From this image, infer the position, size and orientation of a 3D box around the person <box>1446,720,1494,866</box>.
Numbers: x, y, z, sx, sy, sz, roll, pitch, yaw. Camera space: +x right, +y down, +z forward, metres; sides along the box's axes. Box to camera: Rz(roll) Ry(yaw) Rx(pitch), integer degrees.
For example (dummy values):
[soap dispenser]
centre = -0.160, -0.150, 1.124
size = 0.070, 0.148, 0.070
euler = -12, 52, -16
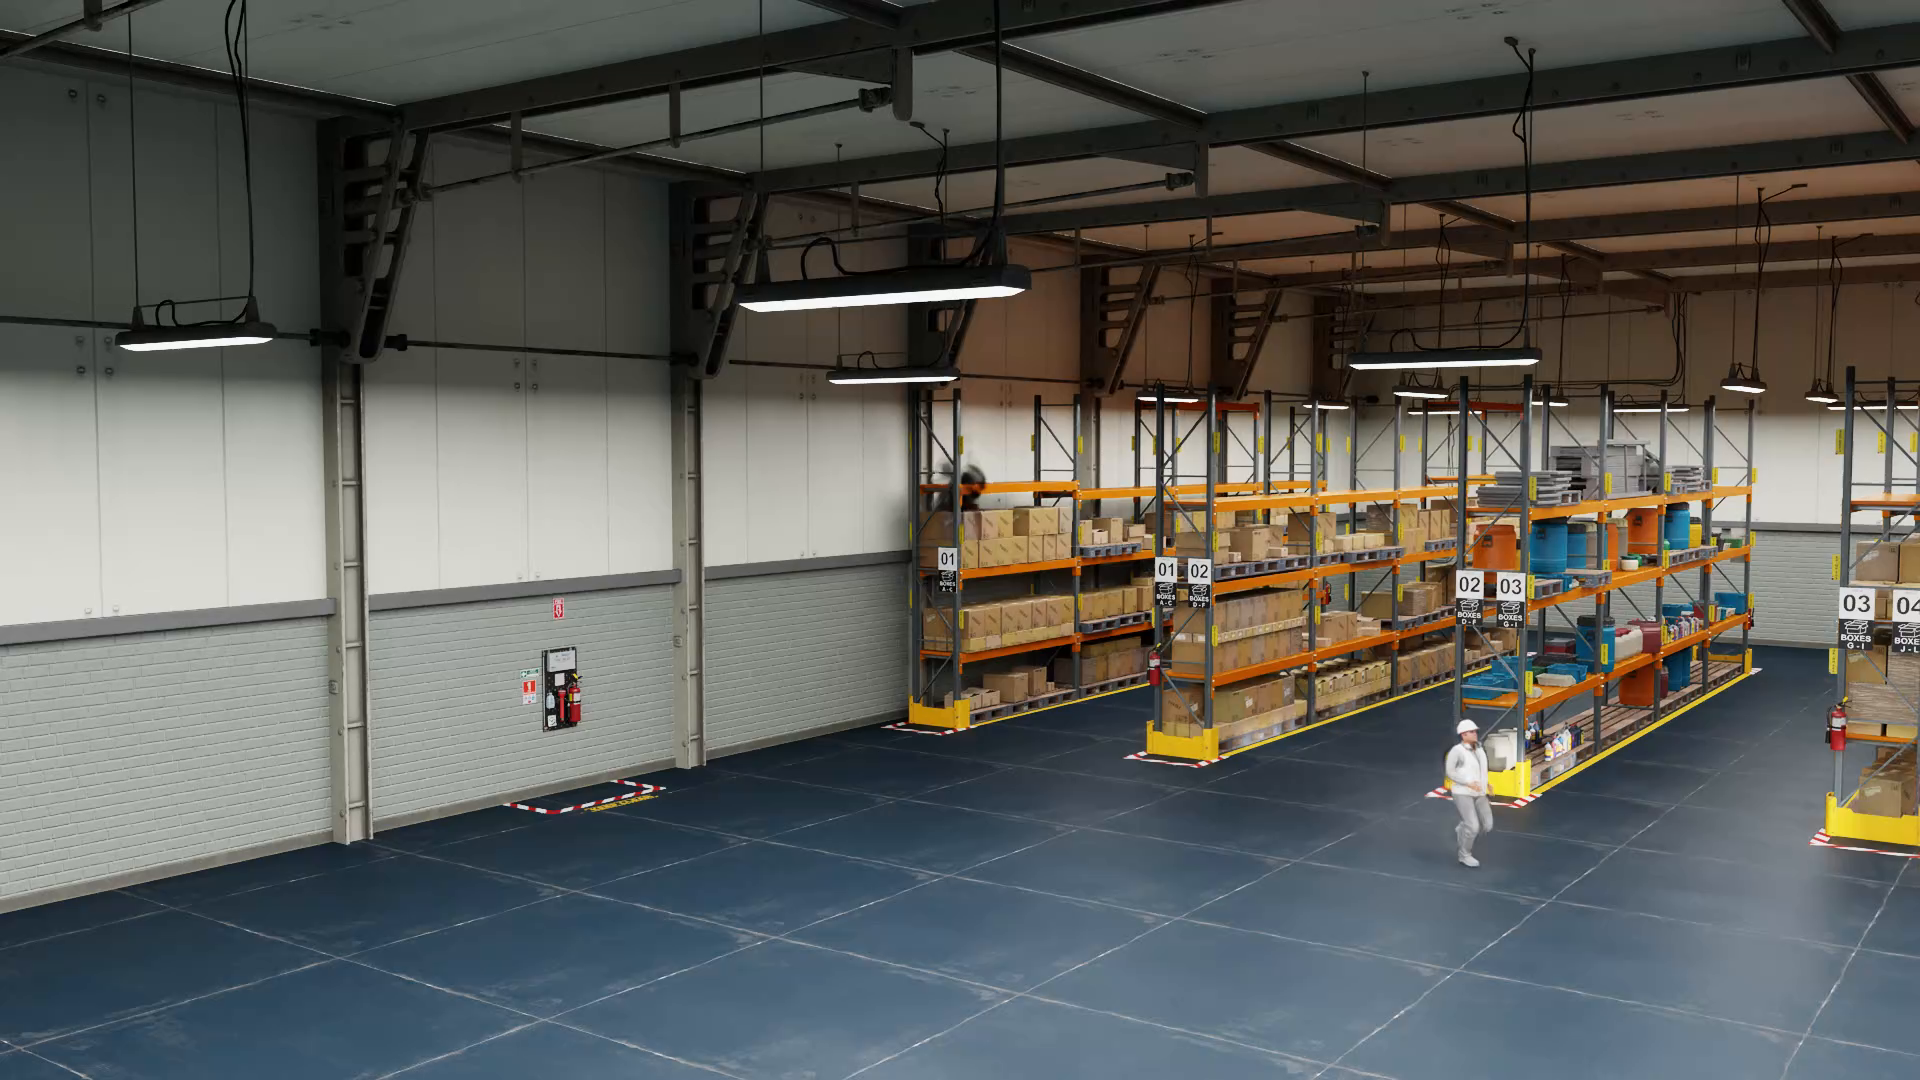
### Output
[person]
centre = 6.092, 3.013, 19.870
size = 0.660, 1.729, 0.580
euler = -2, 4, -29
